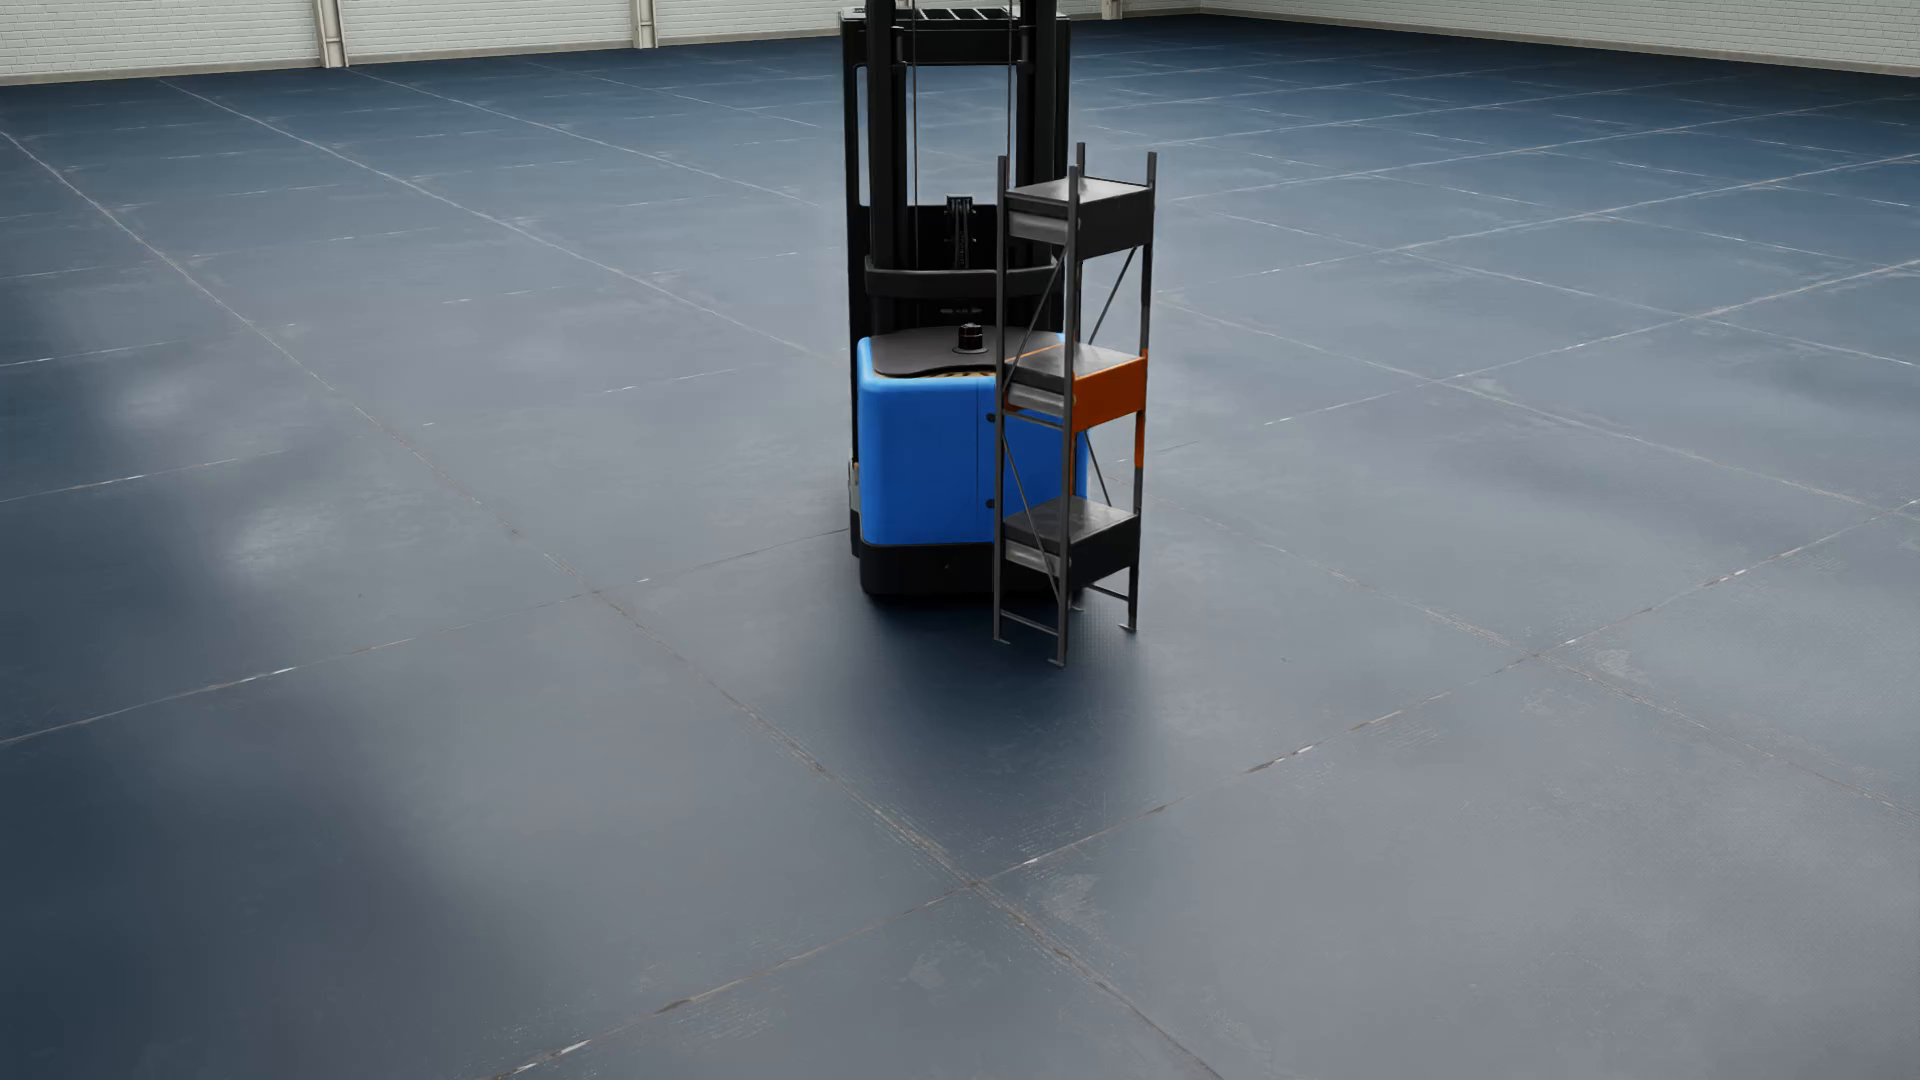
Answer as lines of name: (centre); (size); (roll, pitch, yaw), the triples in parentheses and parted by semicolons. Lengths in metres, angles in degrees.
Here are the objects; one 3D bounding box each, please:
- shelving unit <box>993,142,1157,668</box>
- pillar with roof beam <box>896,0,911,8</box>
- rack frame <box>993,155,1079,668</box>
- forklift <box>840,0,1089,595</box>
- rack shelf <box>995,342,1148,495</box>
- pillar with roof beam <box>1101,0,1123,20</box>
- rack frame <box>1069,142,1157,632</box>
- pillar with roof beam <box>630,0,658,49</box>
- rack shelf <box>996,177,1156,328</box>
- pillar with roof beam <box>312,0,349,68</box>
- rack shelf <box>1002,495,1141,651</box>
shelving unit: (0.465, -0.551, 6.960); (0.431, 2.100, 0.503); (19, 29, 40)
pillar with roof beam: (1.213, -13.849, 30.977); (0.400, 9.000, 9.100); (-15, 26, -33)
rack frame: (0.298, -0.485, 6.795); (0.400, 2.100, 0.015); (19, 29, 40)
forklift: (-0.037, -1.615, 8.506); (1.130, 2.935, 3.031); (-2, 22, -4)
rack shelf: (0.465, -0.538, 6.965); (0.431, 0.518, 0.480); (19, 29, 40)
pillar with roof beam: (6.084, -15.148, 34.231); (0.400, 9.000, 9.100); (-15, 26, -33)
rack frame: (0.632, -0.617, 7.125); (0.400, 2.100, 0.015); (19, 29, 40)
pillar with roof beam: (-3.657, -12.550, 27.722); (0.400, 9.000, 9.100); (-15, 26, -33)
rack shelf: (0.465, -1.188, 6.705); (0.431, 0.518, 0.480); (19, 29, 40)
pillar with roof beam: (-8.528, -11.252, 24.468); (0.400, 9.000, 9.100); (-15, 26, -33)
rack shelf: (0.465, 0.112, 7.225); (0.431, 0.518, 0.480); (19, 29, 40)
